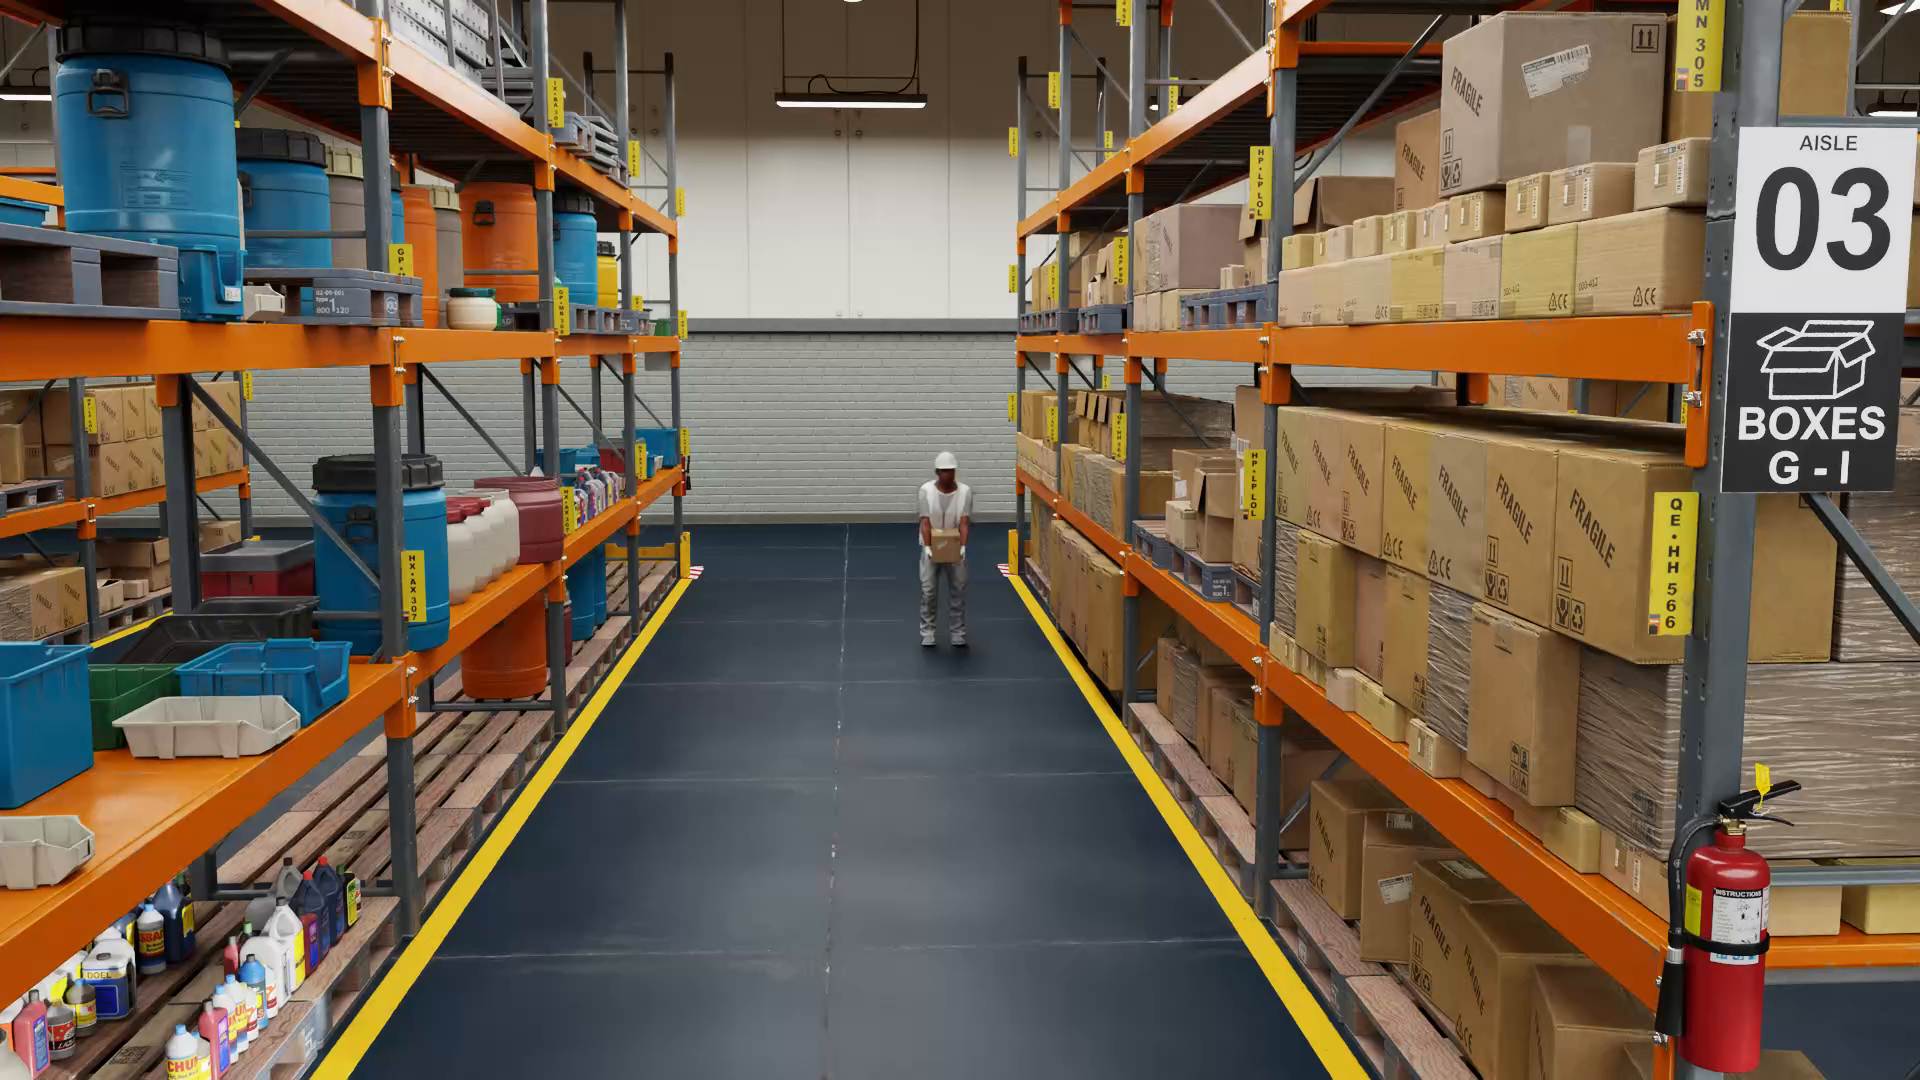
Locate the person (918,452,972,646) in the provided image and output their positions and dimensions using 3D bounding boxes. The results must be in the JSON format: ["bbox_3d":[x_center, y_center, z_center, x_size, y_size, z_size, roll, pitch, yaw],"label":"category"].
[{"bbox_3d":[-0.131,0.085,15.029,0.487,1.761,0.604,-1,7,-5],"label":"person"}]
